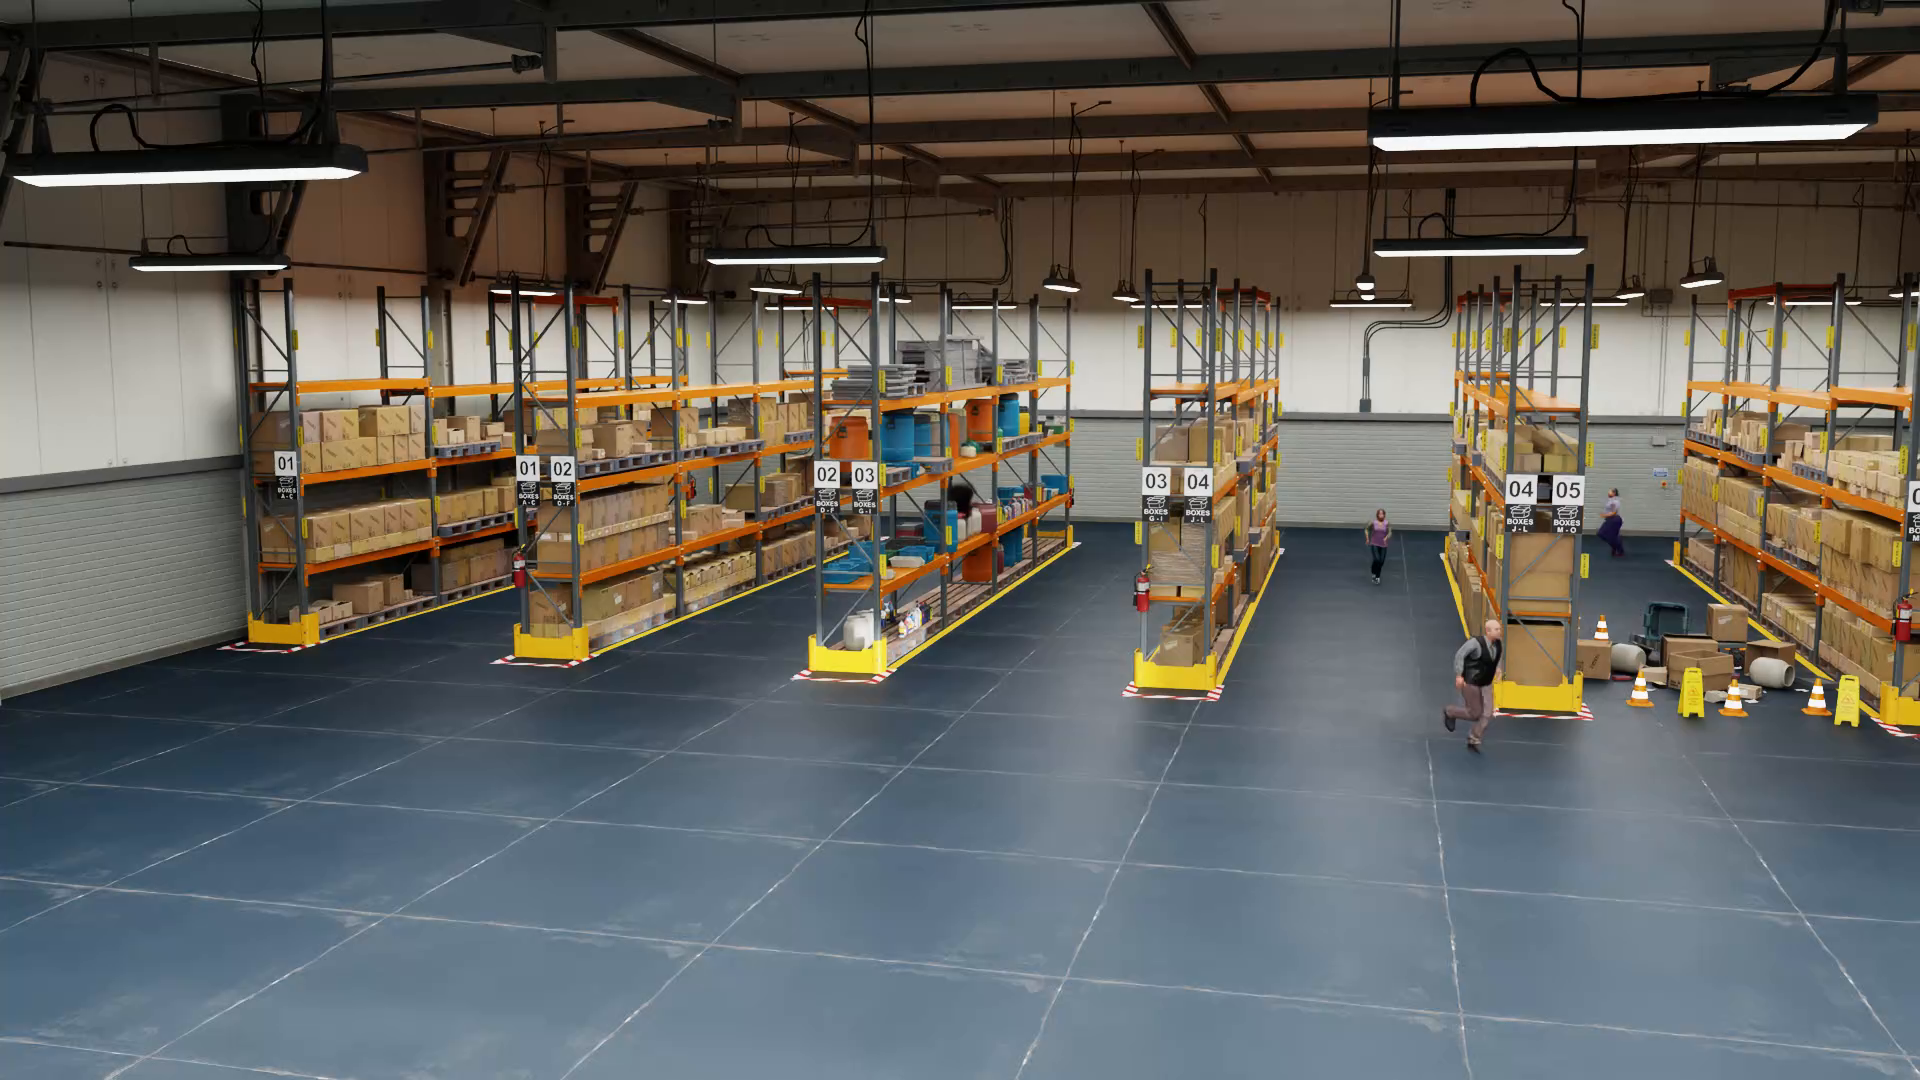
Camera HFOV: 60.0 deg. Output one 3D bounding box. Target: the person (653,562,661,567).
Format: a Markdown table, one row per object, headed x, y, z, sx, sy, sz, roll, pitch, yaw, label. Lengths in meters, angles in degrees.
| x | y | z | sx | sy | sz | roll | pitch | yaw | label |
| --- | --- | --- | --- | --- | --- | --- | --- | --- | --- |
| -6.222 | 0.216 | 33.576 | 0.655 | 1.627 | 0.968 | 2 | 7 | 16 | person |

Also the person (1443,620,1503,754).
| x | y | z | sx | sy | sz | roll | pitch | yaw | label |
| --- | --- | --- | --- | --- | --- | --- | --- | --- | --- |
| 6.304 | 1.766 | 20.414 | 0.655 | 1.666 | 0.804 | -5 | 8 | -33 | person |

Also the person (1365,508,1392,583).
| x | y | z | sx | sy | sz | roll | pitch | yaw | label |
| --- | --- | --- | --- | --- | --- | --- | --- | --- | --- |
| 8.593 | 0.127 | 34.124 | 0.504 | 1.557 | 0.690 | 0 | 7 | 3 | person |

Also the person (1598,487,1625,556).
| x | y | z | sx | sy | sz | roll | pitch | yaw | label |
| --- | --- | --- | --- | --- | --- | --- | --- | --- | --- |
| 15.114 | -0.422 | 38.597 | 0.653 | 1.595 | 0.586 | 0 | 7 | 4 | person |
